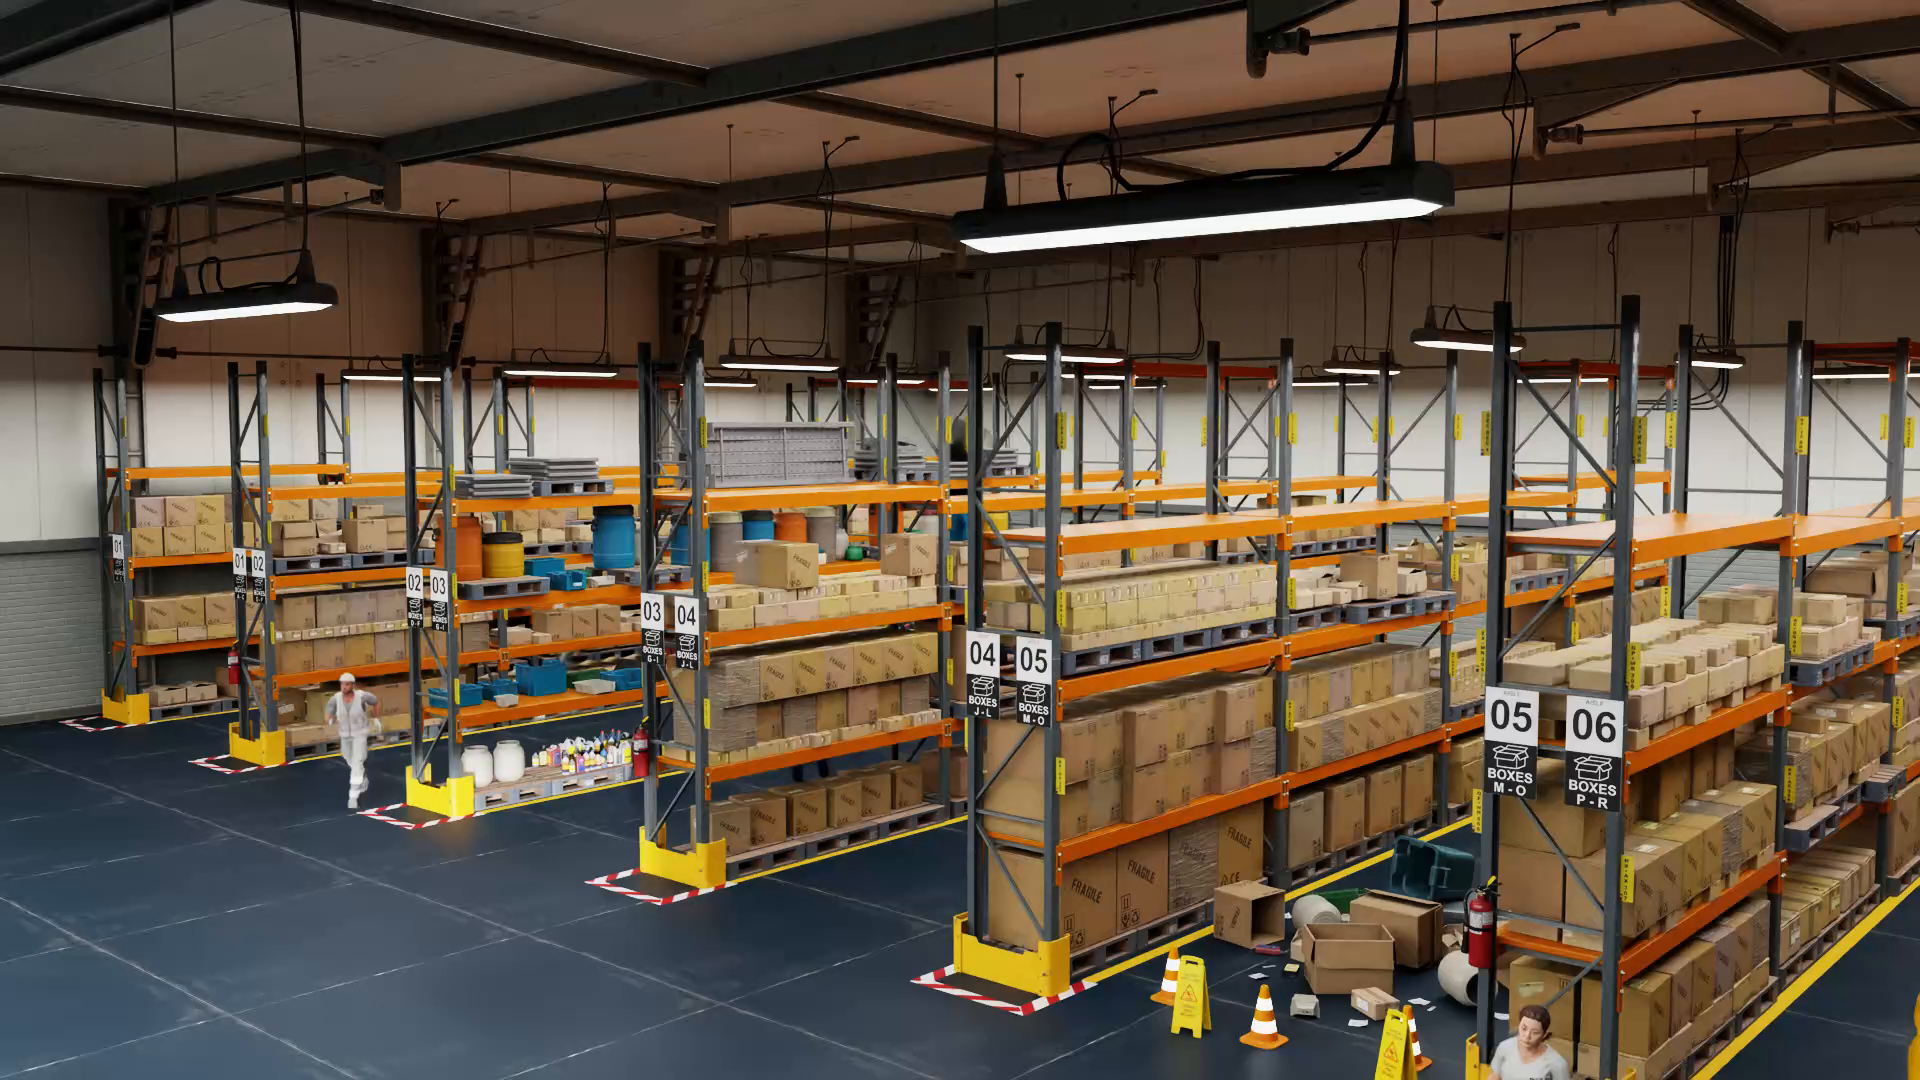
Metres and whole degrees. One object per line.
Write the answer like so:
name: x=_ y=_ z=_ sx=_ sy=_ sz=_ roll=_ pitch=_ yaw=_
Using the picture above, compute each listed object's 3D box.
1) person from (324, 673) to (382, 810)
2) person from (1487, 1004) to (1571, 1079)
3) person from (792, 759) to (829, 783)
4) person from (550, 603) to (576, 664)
person: x=-8.116 y=2.639 z=22.310 sx=0.701 sy=1.777 sz=1.007 roll=0 pitch=4 yaw=-1
person: x=3.503 y=3.599 z=10.324 sx=0.690 sy=1.608 sz=0.660 roll=3 pitch=5 yaw=34
person: x=-2.043 y=2.771 z=22.472 sx=0.644 sy=1.610 sz=0.775 roll=0 pitch=4 yaw=0
person: x=-7.369 y=2.010 z=31.176 sx=0.714 sy=1.734 sz=0.984 roll=3 pitch=5 yaw=35
